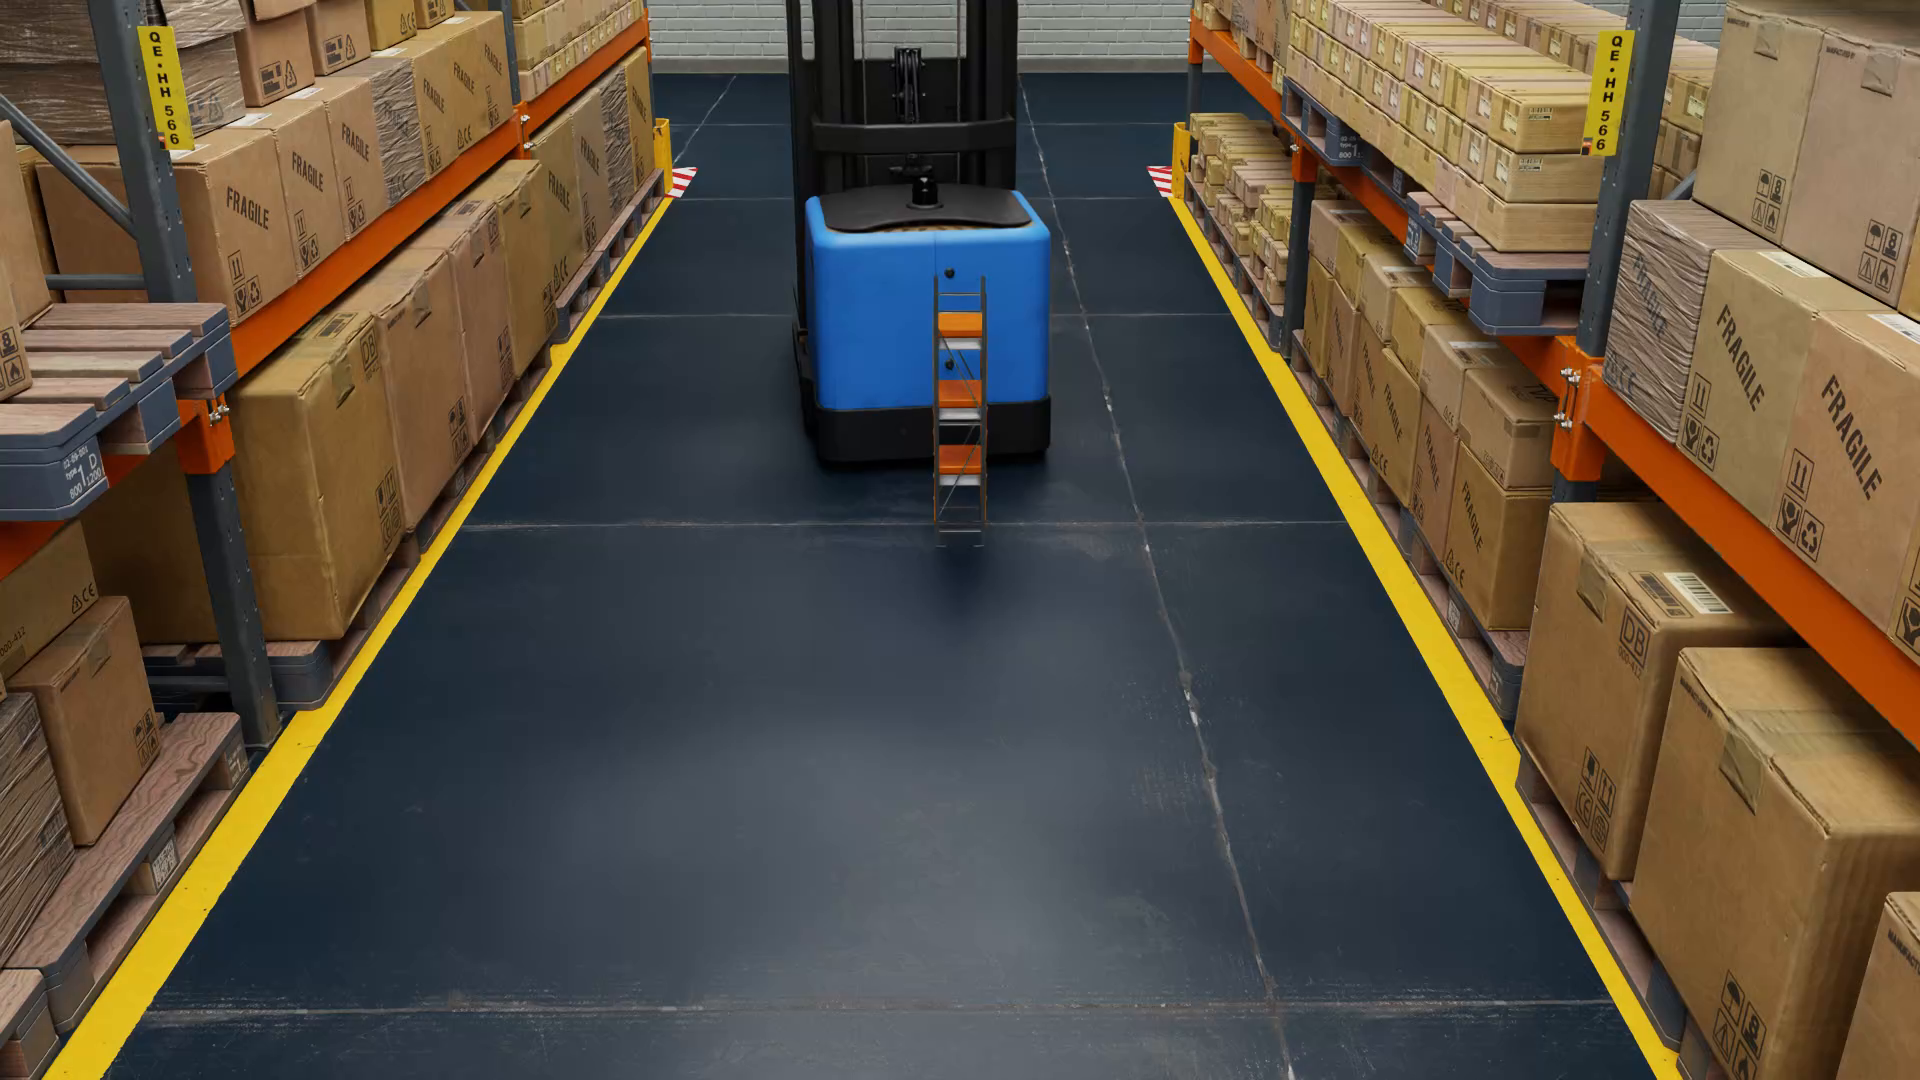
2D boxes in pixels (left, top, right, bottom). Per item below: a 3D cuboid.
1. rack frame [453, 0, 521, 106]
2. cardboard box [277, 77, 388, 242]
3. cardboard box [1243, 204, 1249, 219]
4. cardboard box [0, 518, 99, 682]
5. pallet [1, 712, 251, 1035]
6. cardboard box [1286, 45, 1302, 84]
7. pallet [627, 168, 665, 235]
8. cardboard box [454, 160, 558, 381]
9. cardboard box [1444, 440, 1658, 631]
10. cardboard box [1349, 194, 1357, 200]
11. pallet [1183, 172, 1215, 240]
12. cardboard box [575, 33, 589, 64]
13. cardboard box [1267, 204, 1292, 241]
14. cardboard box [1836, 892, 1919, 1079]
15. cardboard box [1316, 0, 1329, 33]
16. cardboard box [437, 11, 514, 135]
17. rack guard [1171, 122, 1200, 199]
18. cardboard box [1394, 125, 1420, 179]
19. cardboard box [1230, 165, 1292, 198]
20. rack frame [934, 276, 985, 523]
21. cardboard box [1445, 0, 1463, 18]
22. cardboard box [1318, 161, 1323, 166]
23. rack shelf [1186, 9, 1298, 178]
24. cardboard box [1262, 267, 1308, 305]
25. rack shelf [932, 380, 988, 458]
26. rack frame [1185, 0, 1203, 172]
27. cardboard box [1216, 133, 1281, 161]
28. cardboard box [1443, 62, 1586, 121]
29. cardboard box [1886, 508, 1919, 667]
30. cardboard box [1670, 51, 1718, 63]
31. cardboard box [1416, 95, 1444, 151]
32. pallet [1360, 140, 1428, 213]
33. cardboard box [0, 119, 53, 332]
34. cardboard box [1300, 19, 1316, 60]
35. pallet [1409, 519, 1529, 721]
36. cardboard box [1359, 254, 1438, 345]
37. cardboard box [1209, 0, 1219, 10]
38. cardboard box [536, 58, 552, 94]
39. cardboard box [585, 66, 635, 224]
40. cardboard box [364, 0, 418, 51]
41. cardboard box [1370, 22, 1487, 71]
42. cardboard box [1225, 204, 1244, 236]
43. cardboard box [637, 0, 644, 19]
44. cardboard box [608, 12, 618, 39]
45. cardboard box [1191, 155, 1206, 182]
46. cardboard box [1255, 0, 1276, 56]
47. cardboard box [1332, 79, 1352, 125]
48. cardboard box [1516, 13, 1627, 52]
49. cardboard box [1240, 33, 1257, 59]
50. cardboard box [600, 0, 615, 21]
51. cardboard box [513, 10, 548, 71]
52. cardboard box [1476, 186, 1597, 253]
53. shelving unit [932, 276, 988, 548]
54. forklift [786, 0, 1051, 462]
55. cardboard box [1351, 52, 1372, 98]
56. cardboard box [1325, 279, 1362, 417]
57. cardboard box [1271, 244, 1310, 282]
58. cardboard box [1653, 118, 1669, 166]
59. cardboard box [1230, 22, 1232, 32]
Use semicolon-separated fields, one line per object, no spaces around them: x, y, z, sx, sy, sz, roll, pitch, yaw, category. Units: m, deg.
-2.735;-2.370;8.350;1.000;3.000;0.127;0;24;-1;rack frame
-2.442;-1.392;6.067;0.500;0.500;0.500;-1;24;-2;cardboard box
1.959;-2.048;10.227;0.380;0.149;0.250;-1;24;-3;cardboard box
-2.654;0.151;4.365;0.500;0.250;0.500;1;24;2;cardboard box
-2.684;0.871;4.568;1.003;0.211;1.213;0;24;-1;pallet
1.770;-2.263;7.909;0.380;0.149;0.250;-1;24;-3;cardboard box
-2.692;-2.418;11.841;1.003;0.211;1.213;0;24;-1;pallet
-2.708;-1.329;8.118;1.225;0.875;0.875;0;24;0;cardboard box
2.001;-0.025;5.688;0.500;0.500;0.500;0;24;-1;cardboard box
2.433;-1.875;9.483;0.380;0.149;0.250;-1;24;-1;cardboard box
2.156;-2.362;11.716;1.003;0.211;1.213;0;24;-1;pallet
-2.420;-2.913;9.855;0.380;0.149;0.250;0;24;0;cardboard box
1.919;-1.764;9.239;0.380;0.149;0.250;0;24;0;cardboard box
2.209;1.127;2.839;1.050;0.750;0.750;0;24;-1;cardboard box
1.779;-2.314;7.299;0.380;0.149;0.250;0;24;0;cardboard box
-2.457;-2.224;7.906;0.500;0.500;0.500;0;24;0;cardboard box
2.183;-2.828;12.397;1.175;0.500;0.348;0;24;-1;rack guard
1.797;-1.402;6.006;0.380;0.149;0.250;-1;24;-3;cardboard box
1.874;-2.196;10.194;0.380;0.149;0.250;-1;24;-2;cardboard box
-0.002;-0.551;6.694;0.200;1.050;0.008;0;24;-1;rack frame
2.429;-2.423;7.541;0.380;0.149;0.250;-1;24;-2;cardboard box
2.438;-2.301;10.425;0.380;0.149;0.250;0;24;0;cardboard box
2.204;-2.847;10.277;1.077;0.370;4.000;0;24;-1;rack shelf
1.881;-1.403;9.162;0.380;0.149;0.250;0;24;0;cardboard box
-0.001;-0.491;6.587;0.215;0.259;0.240;0;24;-1;rack shelf
2.182;-3.999;11.951;1.000;3.000;0.127;0;24;-1;rack frame
1.931;-2.625;11.143;0.380;0.149;0.250;-1;24;-3;cardboard box
1.802;-1.461;5.415;0.380;0.149;0.250;0;24;1;cardboard box
2.021;0.061;2.854;0.500;0.500;0.500;-1;24;-1;cardboard box
2.452;-1.562;5.638;0.380;0.149;0.250;-1;24;-3;cardboard box
1.796;-1.438;5.723;0.380;0.149;0.250;0;24;0;cardboard box
2.207;-1.430;6.505;1.003;0.211;1.213;0;24;-1;pallet
-2.646;-0.736;4.107;0.500;0.500;0.500;-3;25;-7;cardboard box
1.775;-2.292;7.611;0.380;0.149;0.250;-1;24;-2;cardboard box
2.262;0.246;5.949;1.003;0.211;1.213;0;24;-1;pallet
1.979;-1.009;6.955;0.500;0.250;0.500;1;24;1;cardboard box
1.942;-3.773;10.970;0.500;0.500;0.500;0;24;0;cardboard box
-2.409;-2.487;8.914;0.380;0.149;0.250;-1;24;-2;cardboard box
-2.682;-2.603;10.934;0.875;0.875;0.875;0;24;-1;cardboard box
-2.724;-2.326;6.915;0.797;0.503;0.637;0;24;0;cardboard box
1.792;-1.890;6.362;0.380;0.149;0.250;0;24;1;cardboard box
1.898;-2.036;10.563;0.380;0.149;0.250;0;24;-1;cardboard box
-2.446;-3.758;11.725;0.380;0.149;0.250;0;24;0;cardboard box
-2.433;-3.337;10.794;0.380;0.149;0.250;-1;24;-2;cardboard box
1.868;-2.674;11.972;0.380;0.149;0.250;0;24;1;cardboard box
1.933;-2.944;9.136;0.500;0.500;0.500;-1;24;-2;cardboard box
1.783;-1.837;6.968;0.380;0.149;0.250;-1;24;-3;cardboard box
2.439;-1.997;6.598;0.380;0.149;0.250;-1;24;-3;cardboard box
1.899;-2.997;10.040;0.380;0.149;0.250;0;24;0;cardboard box
-2.497;-3.468;10.599;0.500;0.250;0.500;-1;24;-2;cardboard box
-2.478;-2.632;8.750;0.500;0.250;0.500;-1;24;-2;cardboard box
1.804;-0.980;5.073;0.380;0.149;0.250;0;24;0;cardboard box
-0.001;-0.500;6.582;0.215;1.050;0.252;0;24;-1;shelving unit
-0.304;-2.256;8.181;1.130;2.935;3.031;-3;25;-7;forklift
1.789;-1.858;6.652;0.380;0.149;0.250;-1;24;-1;cardboard box
1.976;-0.879;7.578;0.500;0.500;0.500;1;24;2;cardboard box
1.904;-1.507;9.030;0.380;0.149;0.250;0;24;0;cardboard box
2.454;-1.336;5.499;0.380;0.149;0.250;-1;24;-2;cardboard box
1.991;-3.427;10.993;0.380;0.149;0.250;1;24;2;cardboard box
